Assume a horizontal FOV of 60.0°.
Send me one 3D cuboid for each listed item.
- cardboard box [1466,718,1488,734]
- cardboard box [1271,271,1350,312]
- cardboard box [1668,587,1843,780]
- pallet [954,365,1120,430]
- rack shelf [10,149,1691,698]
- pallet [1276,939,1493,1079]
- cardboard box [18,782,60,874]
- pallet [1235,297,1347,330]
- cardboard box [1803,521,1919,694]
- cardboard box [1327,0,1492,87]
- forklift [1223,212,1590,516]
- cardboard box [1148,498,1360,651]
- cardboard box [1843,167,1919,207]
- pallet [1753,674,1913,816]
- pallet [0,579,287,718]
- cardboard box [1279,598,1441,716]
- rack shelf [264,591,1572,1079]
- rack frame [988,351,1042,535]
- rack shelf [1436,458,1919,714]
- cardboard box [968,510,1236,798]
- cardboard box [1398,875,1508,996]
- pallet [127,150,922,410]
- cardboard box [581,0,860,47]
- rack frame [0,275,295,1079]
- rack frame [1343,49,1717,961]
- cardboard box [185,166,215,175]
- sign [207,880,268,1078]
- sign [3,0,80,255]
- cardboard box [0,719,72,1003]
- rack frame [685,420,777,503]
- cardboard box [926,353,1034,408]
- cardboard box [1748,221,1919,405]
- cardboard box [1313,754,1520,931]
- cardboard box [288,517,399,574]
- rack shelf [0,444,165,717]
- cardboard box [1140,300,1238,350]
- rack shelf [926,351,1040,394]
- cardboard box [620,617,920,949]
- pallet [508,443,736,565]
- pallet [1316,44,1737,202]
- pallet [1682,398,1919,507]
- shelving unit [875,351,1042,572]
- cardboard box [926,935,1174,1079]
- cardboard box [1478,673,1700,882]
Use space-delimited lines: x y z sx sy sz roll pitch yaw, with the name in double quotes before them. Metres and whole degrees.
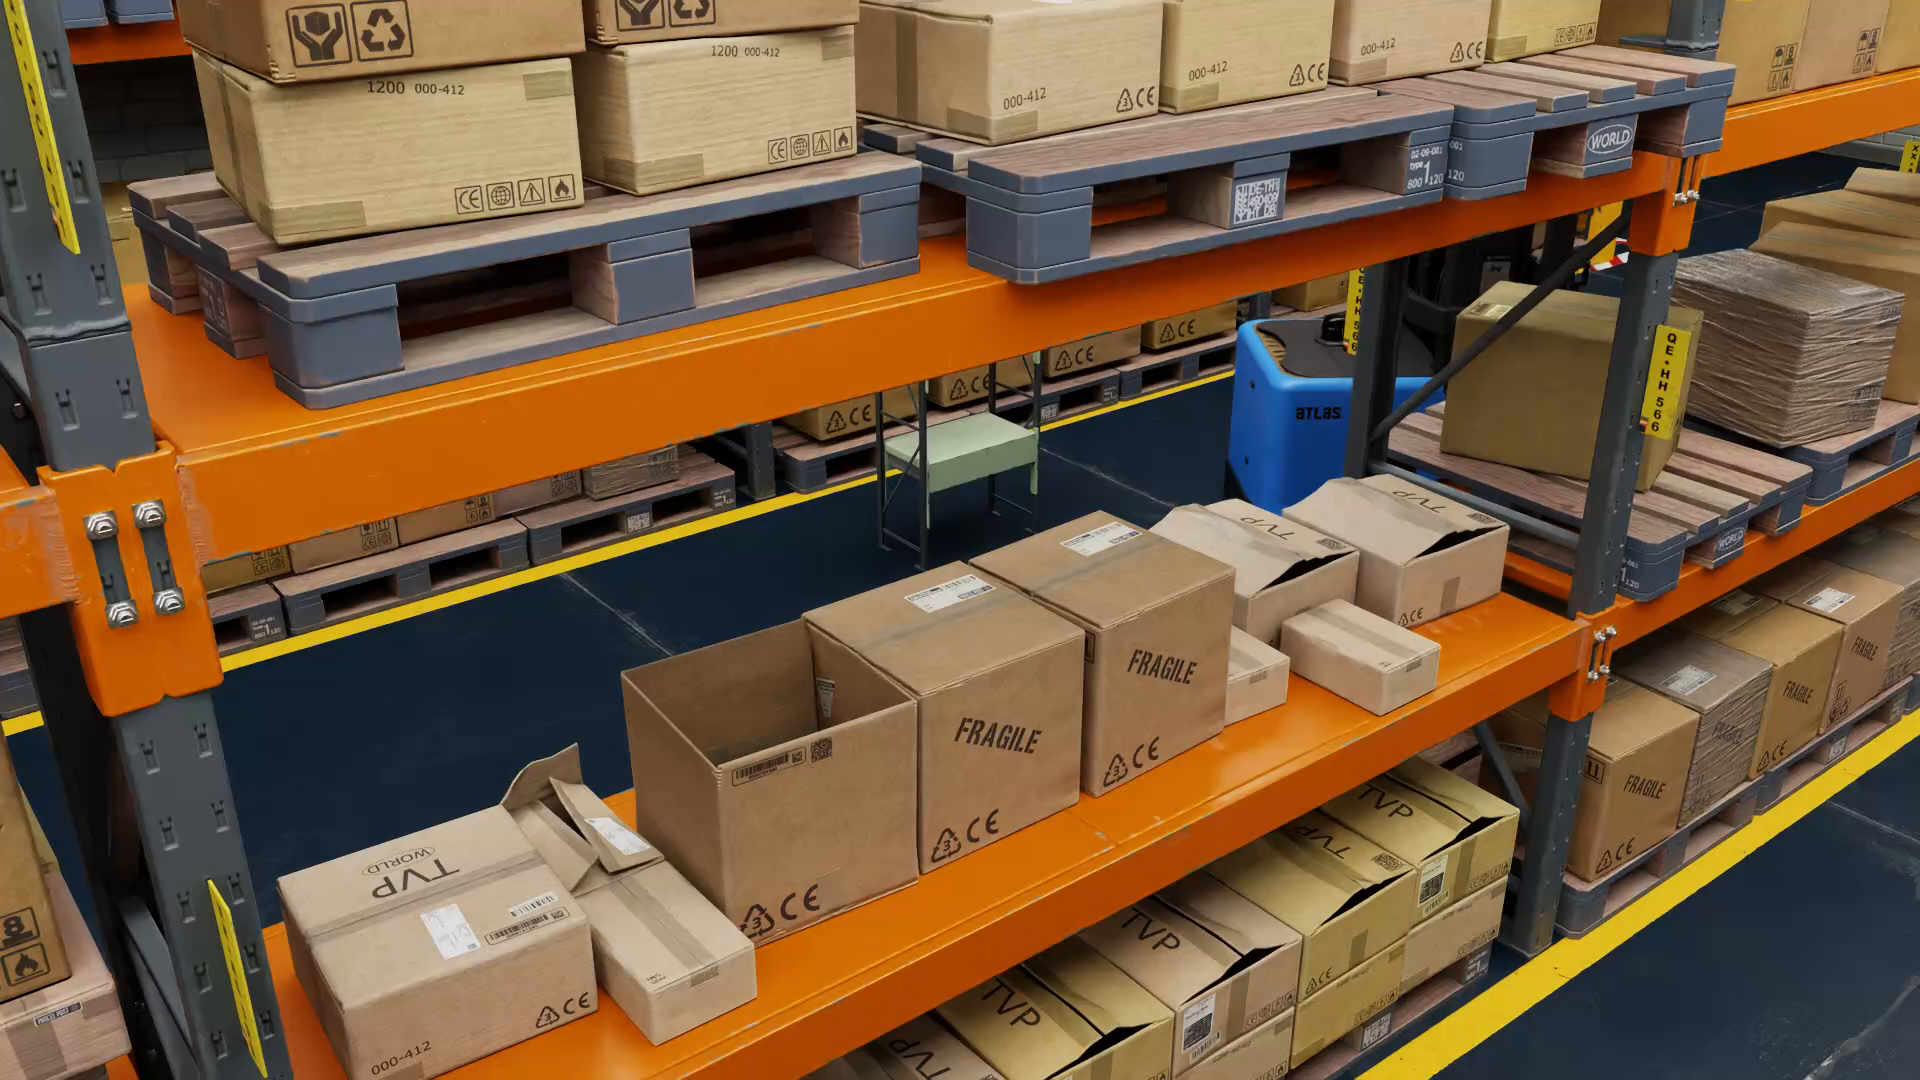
"cardboard box" 2.271 0.505 6.546 0.500 0.500 0.500 -17 30 -32
"cardboard box" 2.420 -2.005 11.977 0.500 0.500 0.700 -18 30 -33
"cardboard box" 3.021 0.536 6.480 0.500 0.500 0.500 -19 31 -35
"pallet" 0.247 -0.979 10.608 1.213 0.211 1.003 -18 31 -34
"rack shelf" 0.106 -0.623 3.822 4.000 0.370 1.077 -18 31 -34
"pallet" 1.008 1.357 5.575 1.213 0.211 1.003 -18 31 -34
"cardboard box" -1.799 0.596 3.012 0.250 0.149 0.380 -18 31 -34
"pallet" 2.415 -1.695 12.151 1.213 0.211 1.003 -18 31 -34
"cardboard box" 3.827 0.265 7.062 0.500 0.500 0.500 -18 30 -33
"cardboard box" 0.957 -1.313 4.132 0.500 0.250 0.500 -17 30 -33
"forklift" 2.961 -1.299 8.144 3.031 2.867 1.129 -1 25 -2
"cardboard box" 0.857 0.100 5.077 0.500 0.311 0.500 -19 31 -35
"cardboard box" 4.317 -1.335 7.445 0.700 0.500 0.500 15 29 29
"pallet" 3.250 0.660 7.078 1.213 0.211 1.003 -18 31 -34
"pallet" -3.915 0.352 7.740 1.213 0.211 1.003 -18 31 -34
"cardboard box" 1.143 0.330 4.773 0.250 0.149 0.380 -18 31 -34
"rack shelf" 0.106 0.616 4.397 3.809 0.052 0.919 -18 31 -34
"rack frame" 0.283 -0.774 8.635 0.023 1.500 0.400 -18 31 -34
"rack shelf" 3.254 -0.302 6.692 4.000 0.370 1.077 -18 31 -34
"cardboard box" 0.370 0.287 4.449 0.500 0.500 0.500 -20 32 -37
"cardboard box" 1.417 1.165 5.443 0.500 0.250 0.500 -17 30 -33
"pallet" -0.781 -0.577 3.094 1.217 0.209 0.805 -20 31 -36
"cardboard box" -0.524 -1.196 2.988 0.500 0.500 0.500 -15 29 -29
"rack frame" -1.468 0.930 3.182 0.127 3.000 1.000 -18 31 -34
"rack frame" 1.680 -0.109 5.421 0.127 3.000 1.000 -18 31 -34
"cardboard box" -3.163 -1.400 7.561 0.500 0.500 0.700 -14 28 -27
"sign" -1.124 0.685 2.588 0.005 0.325 0.100 -18 31 -34
"sign" -1.124 -0.517 2.030 0.005 0.325 0.100 -18 31 -34
"cardboard box" -1.813 0.414 2.635 0.500 0.500 0.700 -18 30 -34
"rack frame" -1.380 -1.749 8.955 0.127 3.000 1.000 -18 31 -34
"cardboard box" -0.027 -1.337 10.123 0.750 0.750 0.750 -18 31 -34
"cardboard box" 3.476 -0.904 6.518 0.700 0.500 0.500 18 30 33
"cardboard box" 1.420 0.911 5.325 0.500 0.311 0.500 -17 30 -33
"cardboard box" -3.156 -0.242 8.155 0.500 0.500 0.700 -18 30 -33
"rack shelf" -3.041 0.416 1.583 4.000 0.370 1.077 -18 31 -34
"cardboard box" 1.337 -1.791 11.101 0.750 0.750 0.750 -18 30 -33
"rack shelf" -0.005 -1.033 8.266 0.720 0.370 0.431 -18 31 -34
"cardboard box" -0.439 0.554 3.874 0.500 0.500 0.500 -16 29 -30
"pallet" -1.995 -0.281 9.106 1.213 0.211 1.003 -18 31 -34
"pallet" 1.201 -1.178 4.386 1.003 0.211 1.213 -17 30 -32
"pallet" 3.208 -0.528 6.553 1.213 0.211 1.003 -18 31 -34
"shelving unit" -0.005 -0.679 8.431 0.755 1.500 0.431 -18 31 -34
"cardboard box" 0.220 1.308 4.469 0.500 0.311 0.500 -17 30 -33
"cardboard box" 2.215 0.802 5.905 0.500 0.500 0.500 -17 30 -32
